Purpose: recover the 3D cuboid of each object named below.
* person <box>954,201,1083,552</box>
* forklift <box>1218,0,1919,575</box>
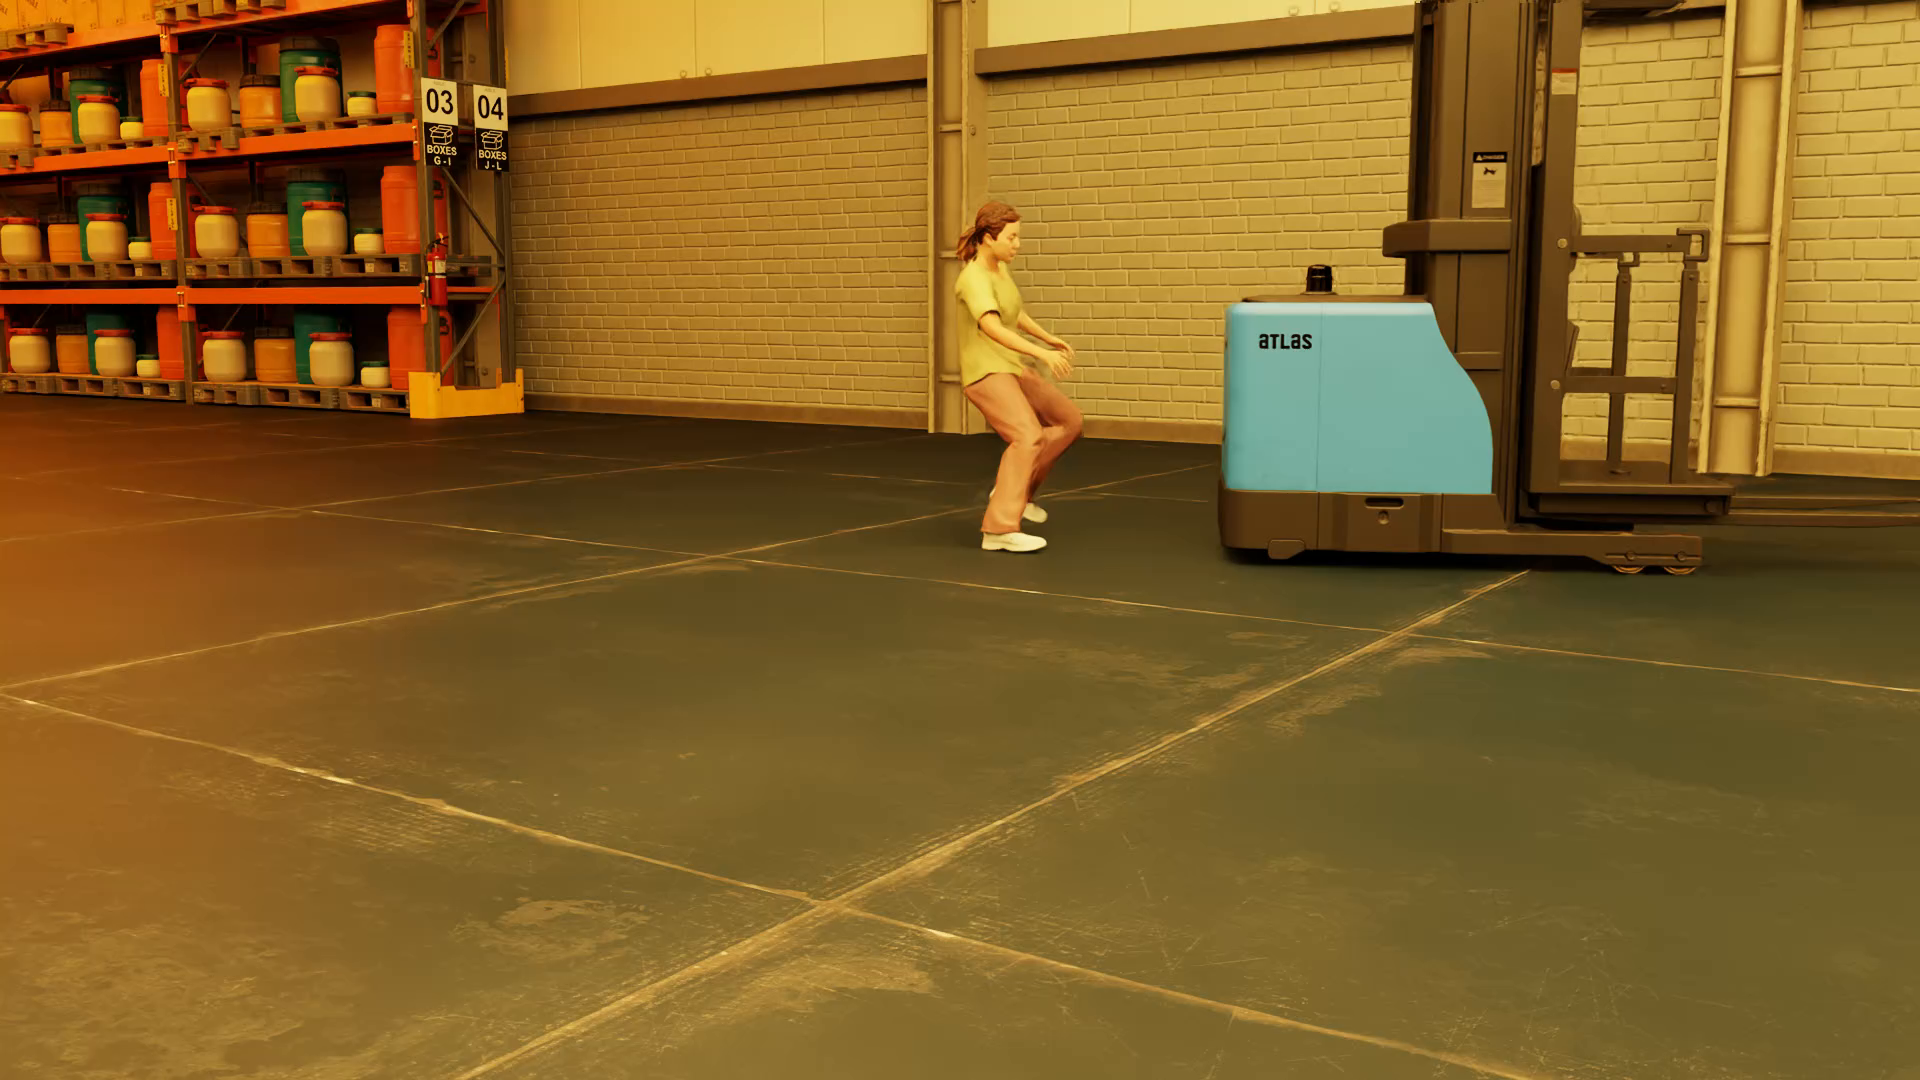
[{"bbox_3d":[0.281,-0.749,7.470,0.628,1.515,0.778,3,9,19],"label":"person"},{"bbox_3d":[2.654,-1.391,6.974,3.031,2.935,1.130,1,8,7],"label":"forklift"}]
